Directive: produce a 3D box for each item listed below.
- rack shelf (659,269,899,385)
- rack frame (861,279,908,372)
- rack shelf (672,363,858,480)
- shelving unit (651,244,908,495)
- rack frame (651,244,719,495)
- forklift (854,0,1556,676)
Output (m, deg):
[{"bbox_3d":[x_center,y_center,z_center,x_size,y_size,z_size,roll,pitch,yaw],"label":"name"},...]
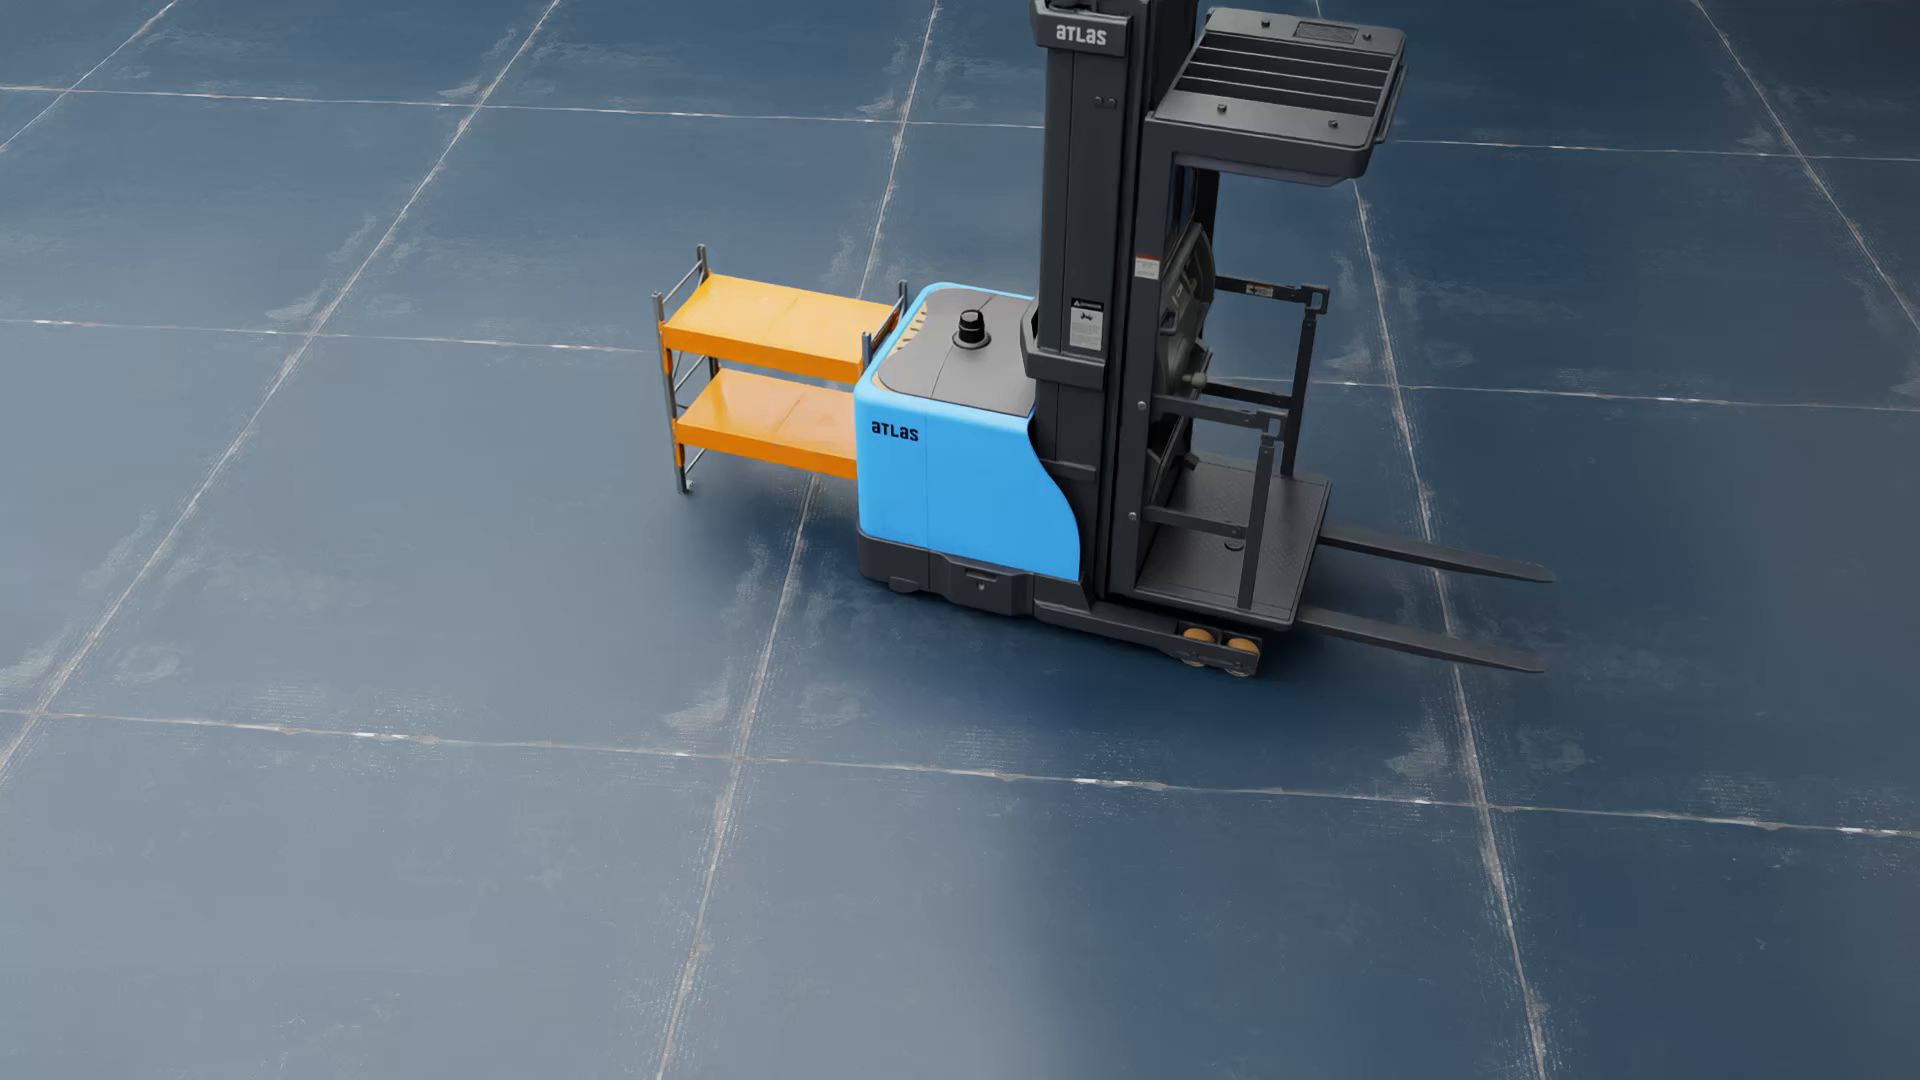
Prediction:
[{"bbox_3d":[-0.816,-0.934,7.713,1.000,0.278,0.538,12,41,15],"label":"rack shelf"},{"bbox_3d":[-0.335,-0.603,7.770,0.032,1.125,0.500,12,41,15],"label":"rack frame"},{"bbox_3d":[-0.816,-0.517,8.052,1.000,0.278,0.538,12,41,15],"label":"rack shelf"},{"bbox_3d":[-0.816,-0.707,7.898,1.048,1.125,0.538,12,41,15],"label":"shelving unit"},{"bbox_3d":[-1.297,-0.811,8.026,0.032,1.125,0.500,12,41,15],"label":"rack frame"},{"bbox_3d":[1.107,-0.927,6.737,3.031,2.935,1.130,12,41,15],"label":"forklift"}]
